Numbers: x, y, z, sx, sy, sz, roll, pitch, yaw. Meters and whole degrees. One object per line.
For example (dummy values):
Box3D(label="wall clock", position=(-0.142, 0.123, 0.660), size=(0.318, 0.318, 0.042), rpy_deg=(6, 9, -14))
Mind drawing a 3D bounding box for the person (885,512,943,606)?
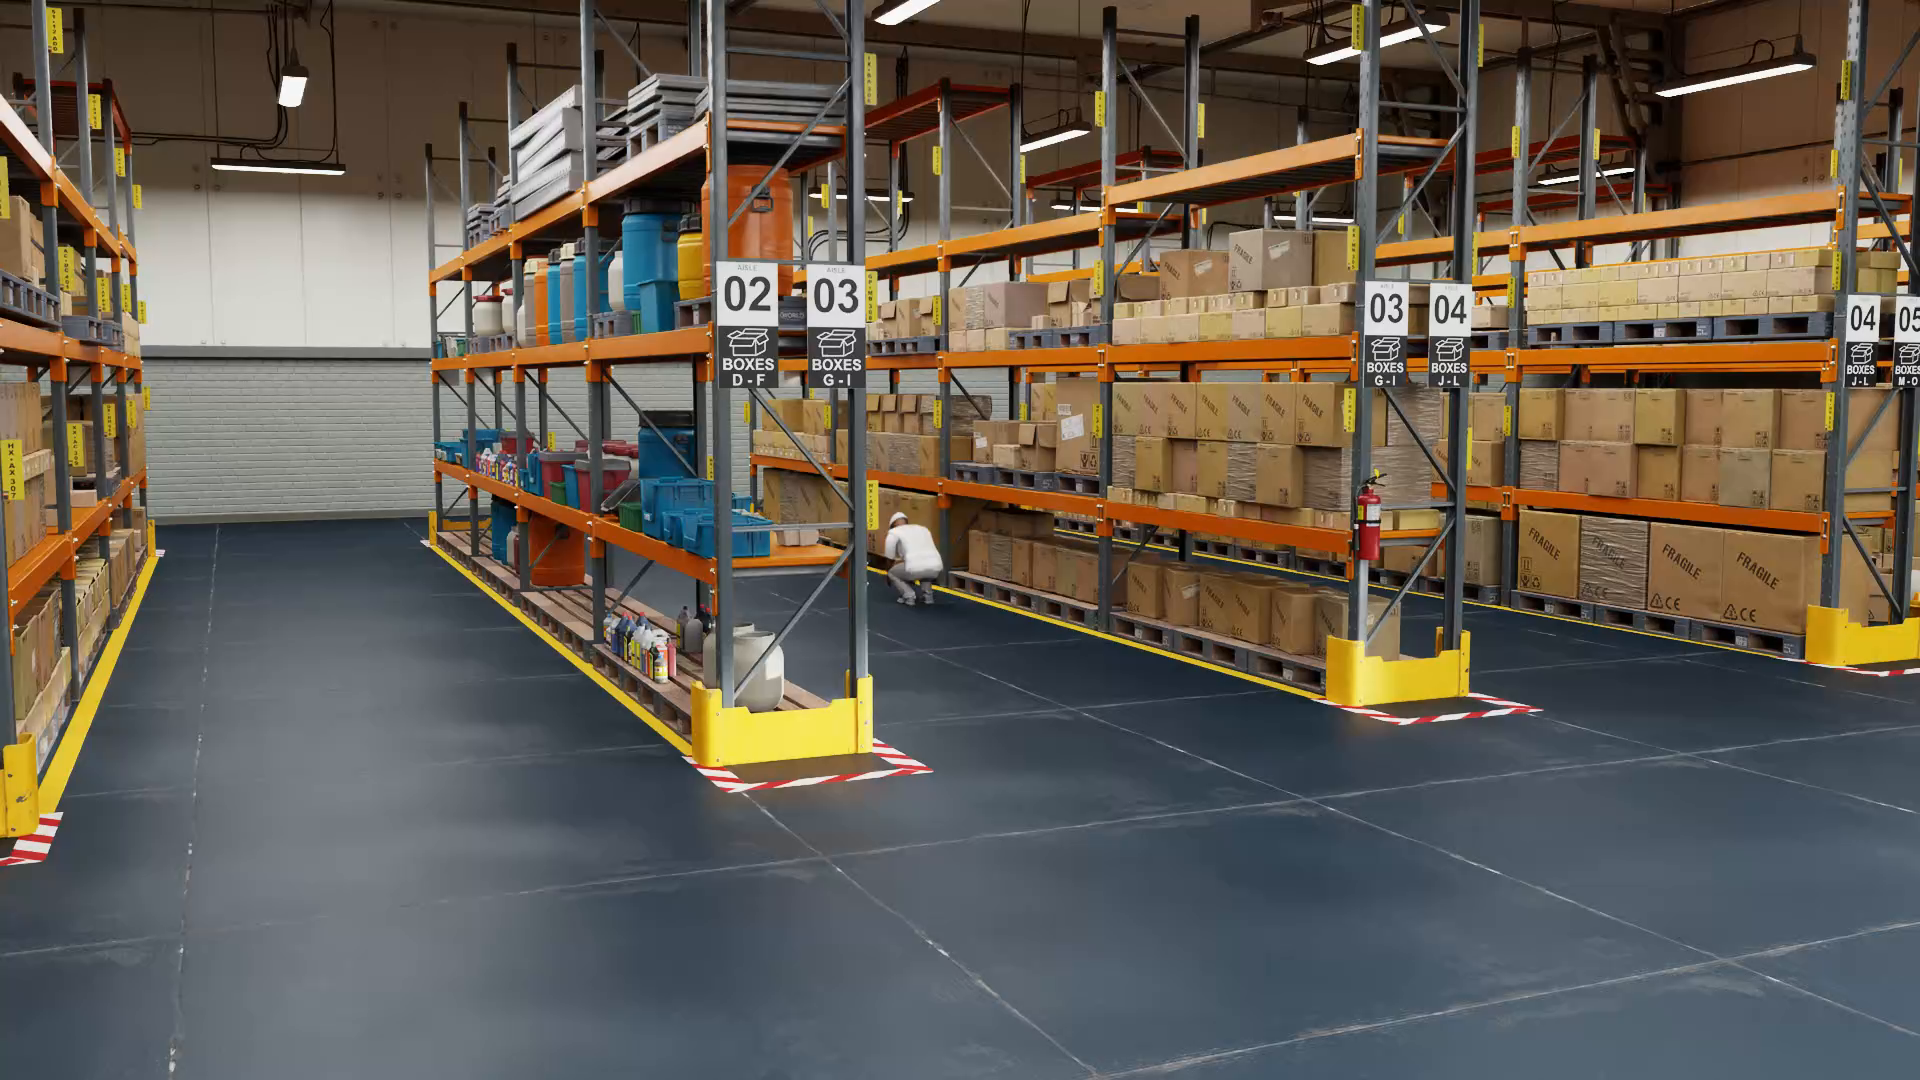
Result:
Box3D(label="person", position=(-0.545, 0.204, 18.611), size=(0.578, 1.003, 0.881), rpy_deg=(-2, 6, -24))
